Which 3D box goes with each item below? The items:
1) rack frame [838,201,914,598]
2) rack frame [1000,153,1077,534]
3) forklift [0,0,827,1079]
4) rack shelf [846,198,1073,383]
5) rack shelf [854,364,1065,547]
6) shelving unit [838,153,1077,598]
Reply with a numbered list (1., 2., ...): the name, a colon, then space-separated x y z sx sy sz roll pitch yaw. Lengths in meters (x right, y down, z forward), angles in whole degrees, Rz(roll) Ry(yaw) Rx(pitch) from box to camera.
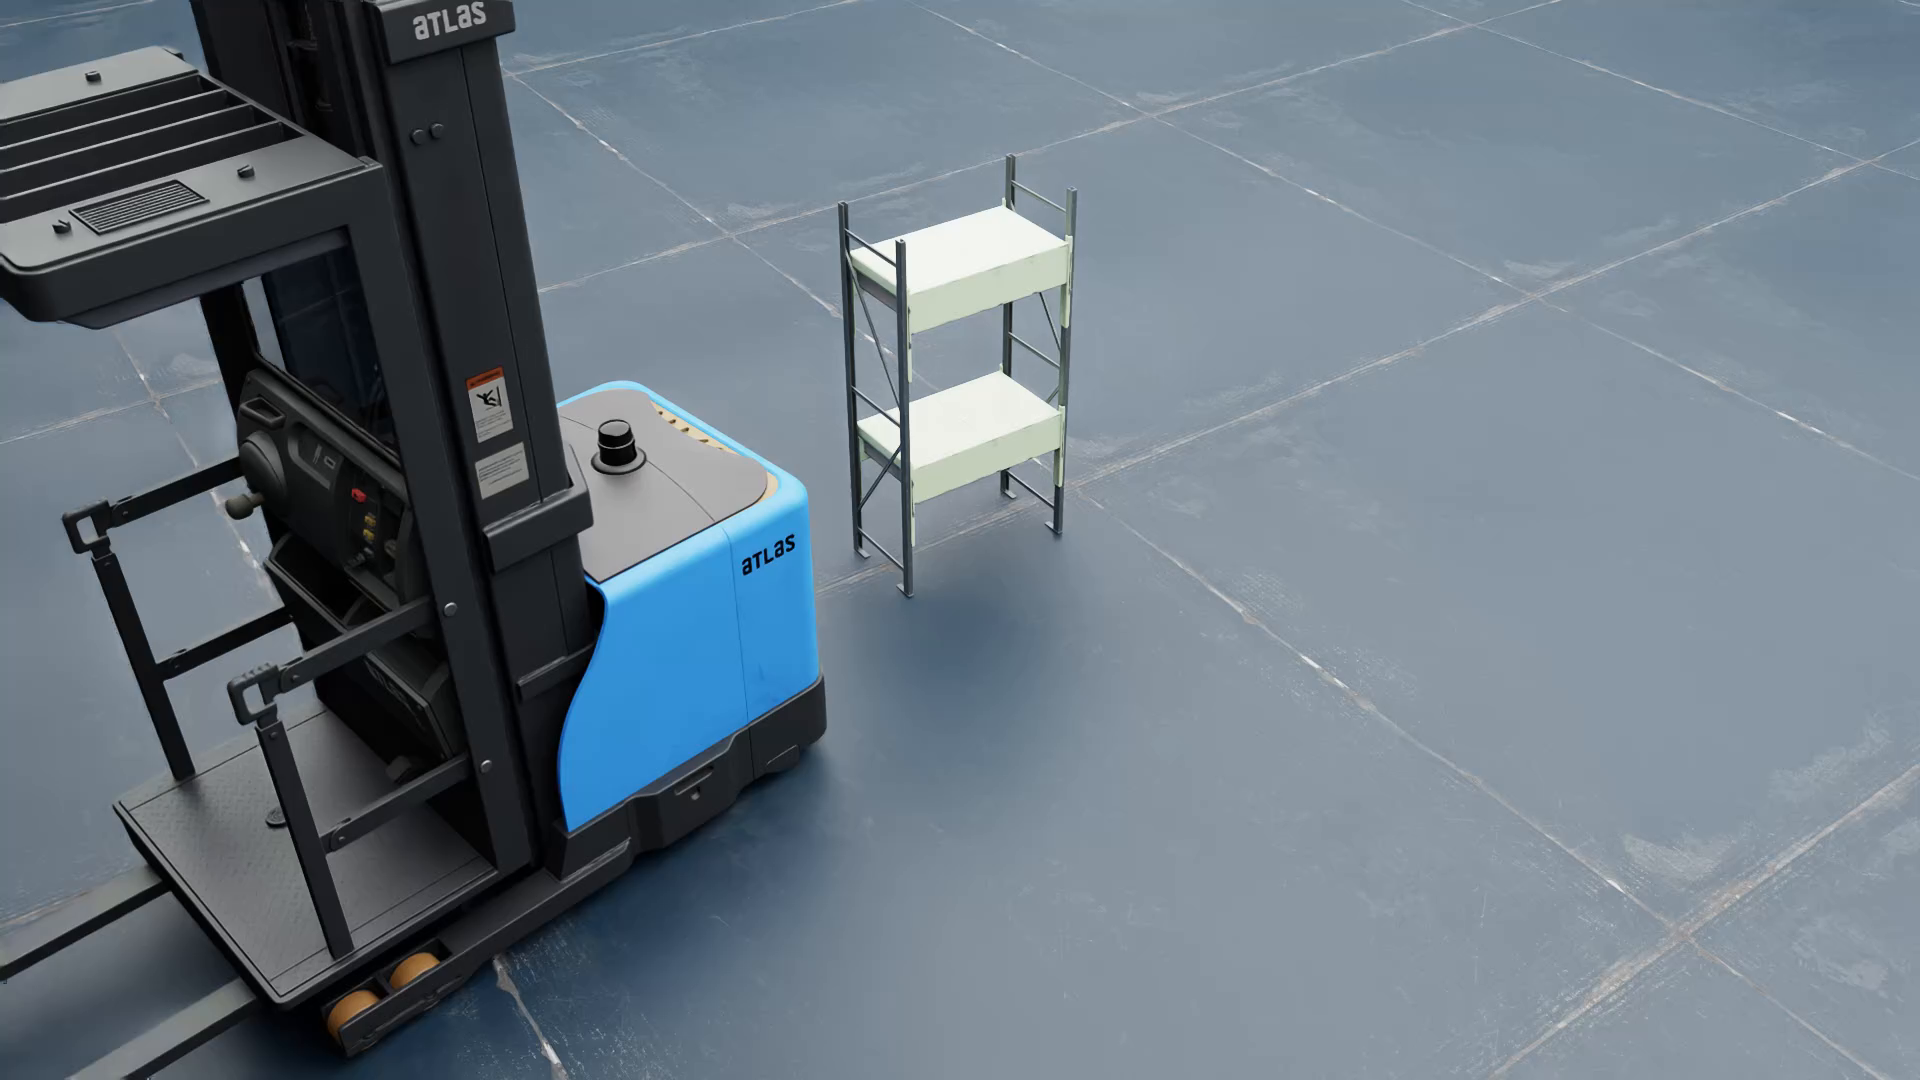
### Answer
1. rack frame: -0.305 -0.484 6.138 0.023 1.500 0.400 -22 41 -28
2. rack frame: 0.294 -0.730 6.480 0.023 1.500 0.400 -22 41 -28
3. forklift: -1.857 -0.082 4.353 3.031 2.935 1.130 -30 45 -35
4. rack shelf: -0.005 -0.923 6.081 0.720 0.370 0.431 -22 41 -28
5. rack shelf: -0.005 -0.342 6.499 0.720 0.370 0.431 -22 41 -28
6. shelving unit: -0.005 -0.607 6.309 0.755 1.500 0.431 -22 41 -28
